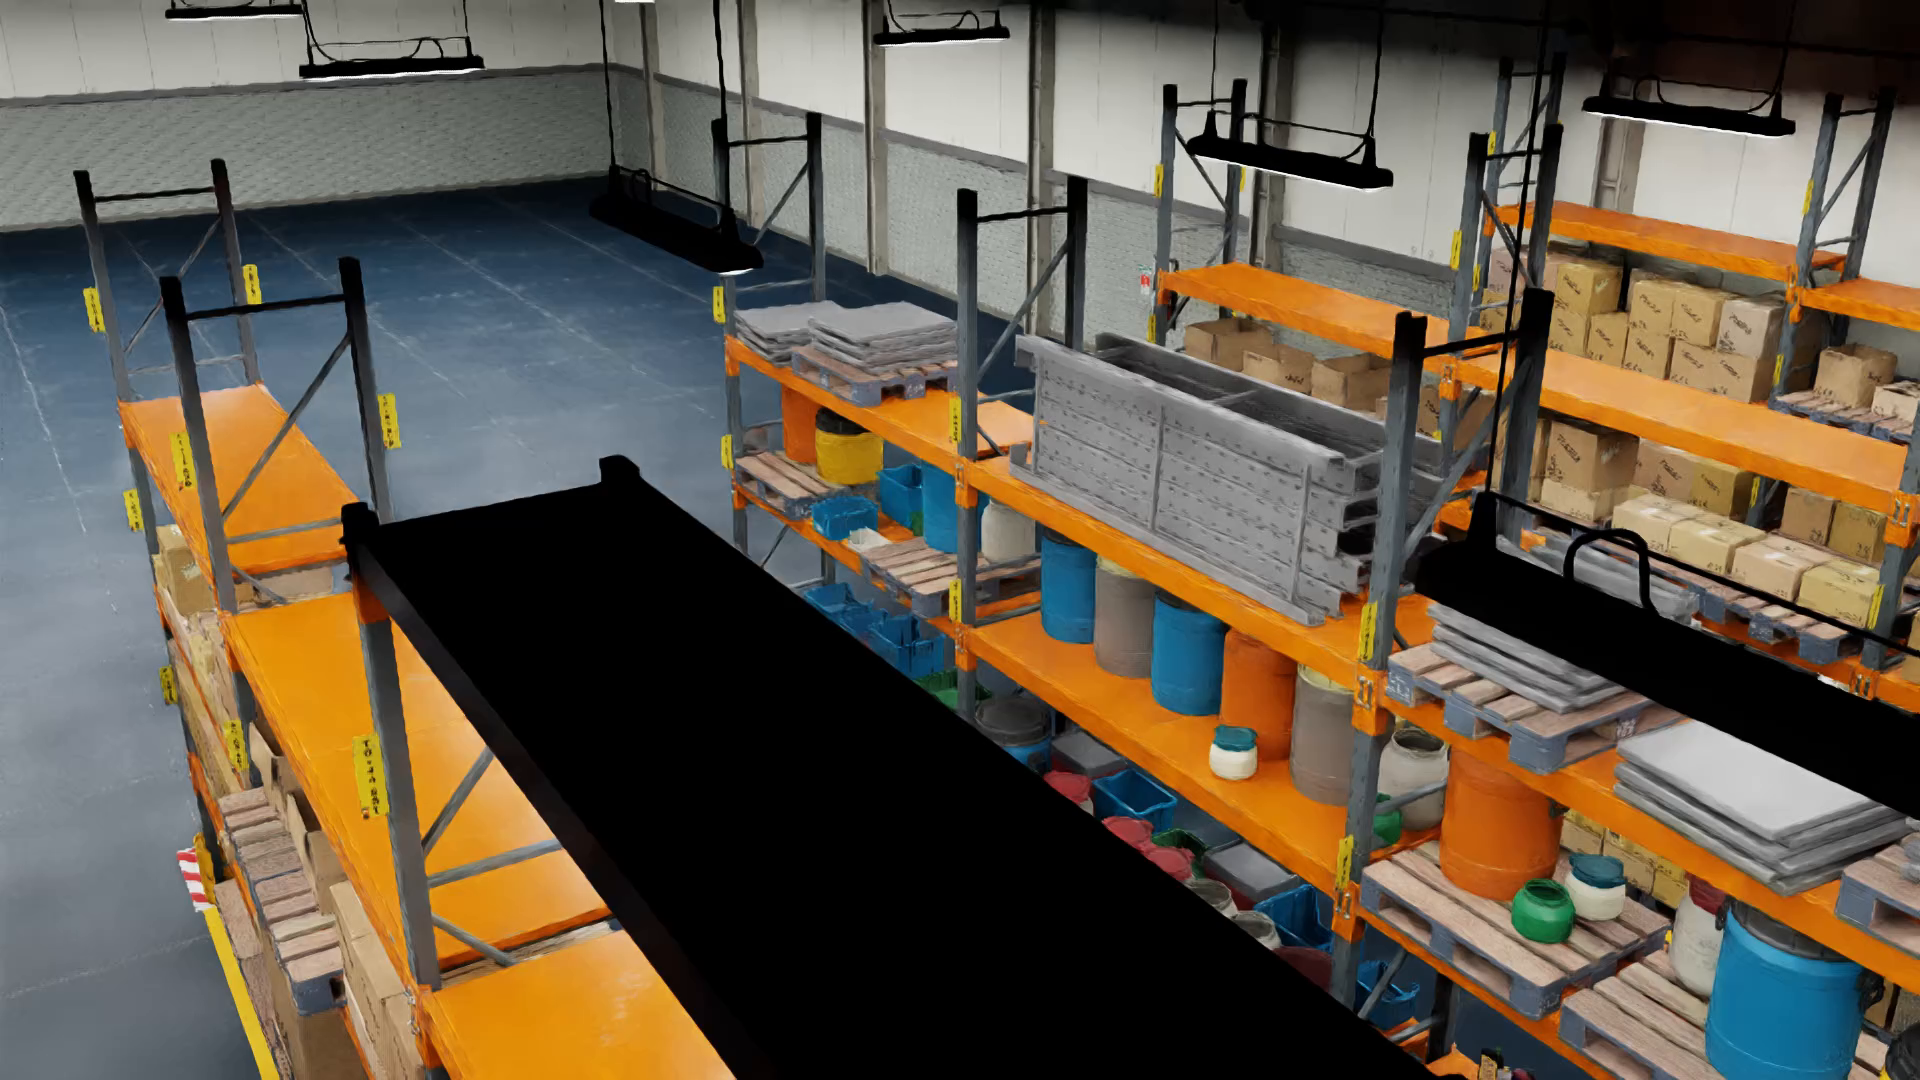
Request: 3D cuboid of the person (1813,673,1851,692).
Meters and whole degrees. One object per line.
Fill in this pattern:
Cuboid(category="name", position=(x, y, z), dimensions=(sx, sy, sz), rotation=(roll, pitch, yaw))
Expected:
Cuboid(category="person", position=(7.818, 1.695, 14.997), dimensions=(0.603, 1.620, 0.831), rotation=(-10, 24, -24))
